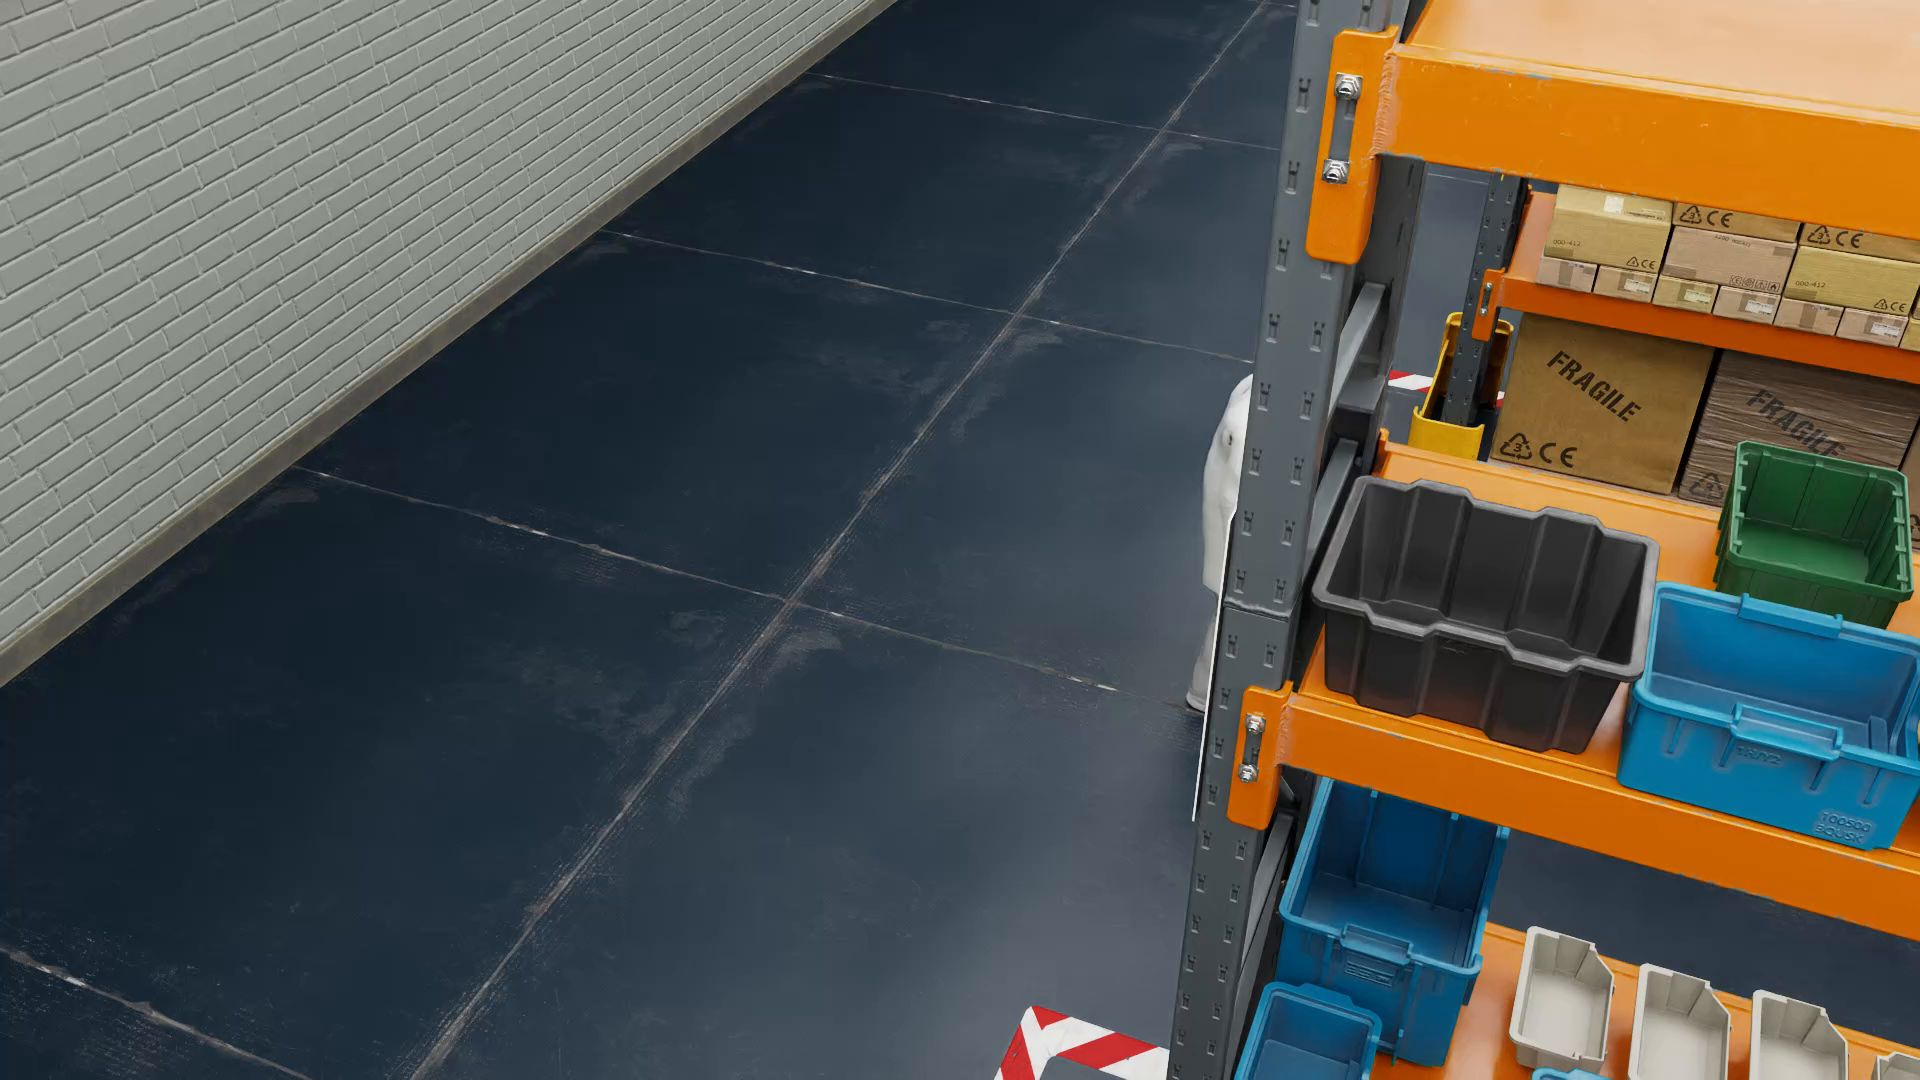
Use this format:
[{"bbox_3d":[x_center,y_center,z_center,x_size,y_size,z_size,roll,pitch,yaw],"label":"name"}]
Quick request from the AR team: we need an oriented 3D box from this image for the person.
[{"bbox_3d":[1.211,-0.057,6.934,0.423,1.744,0.653,12,39,15],"label":"person"}]
